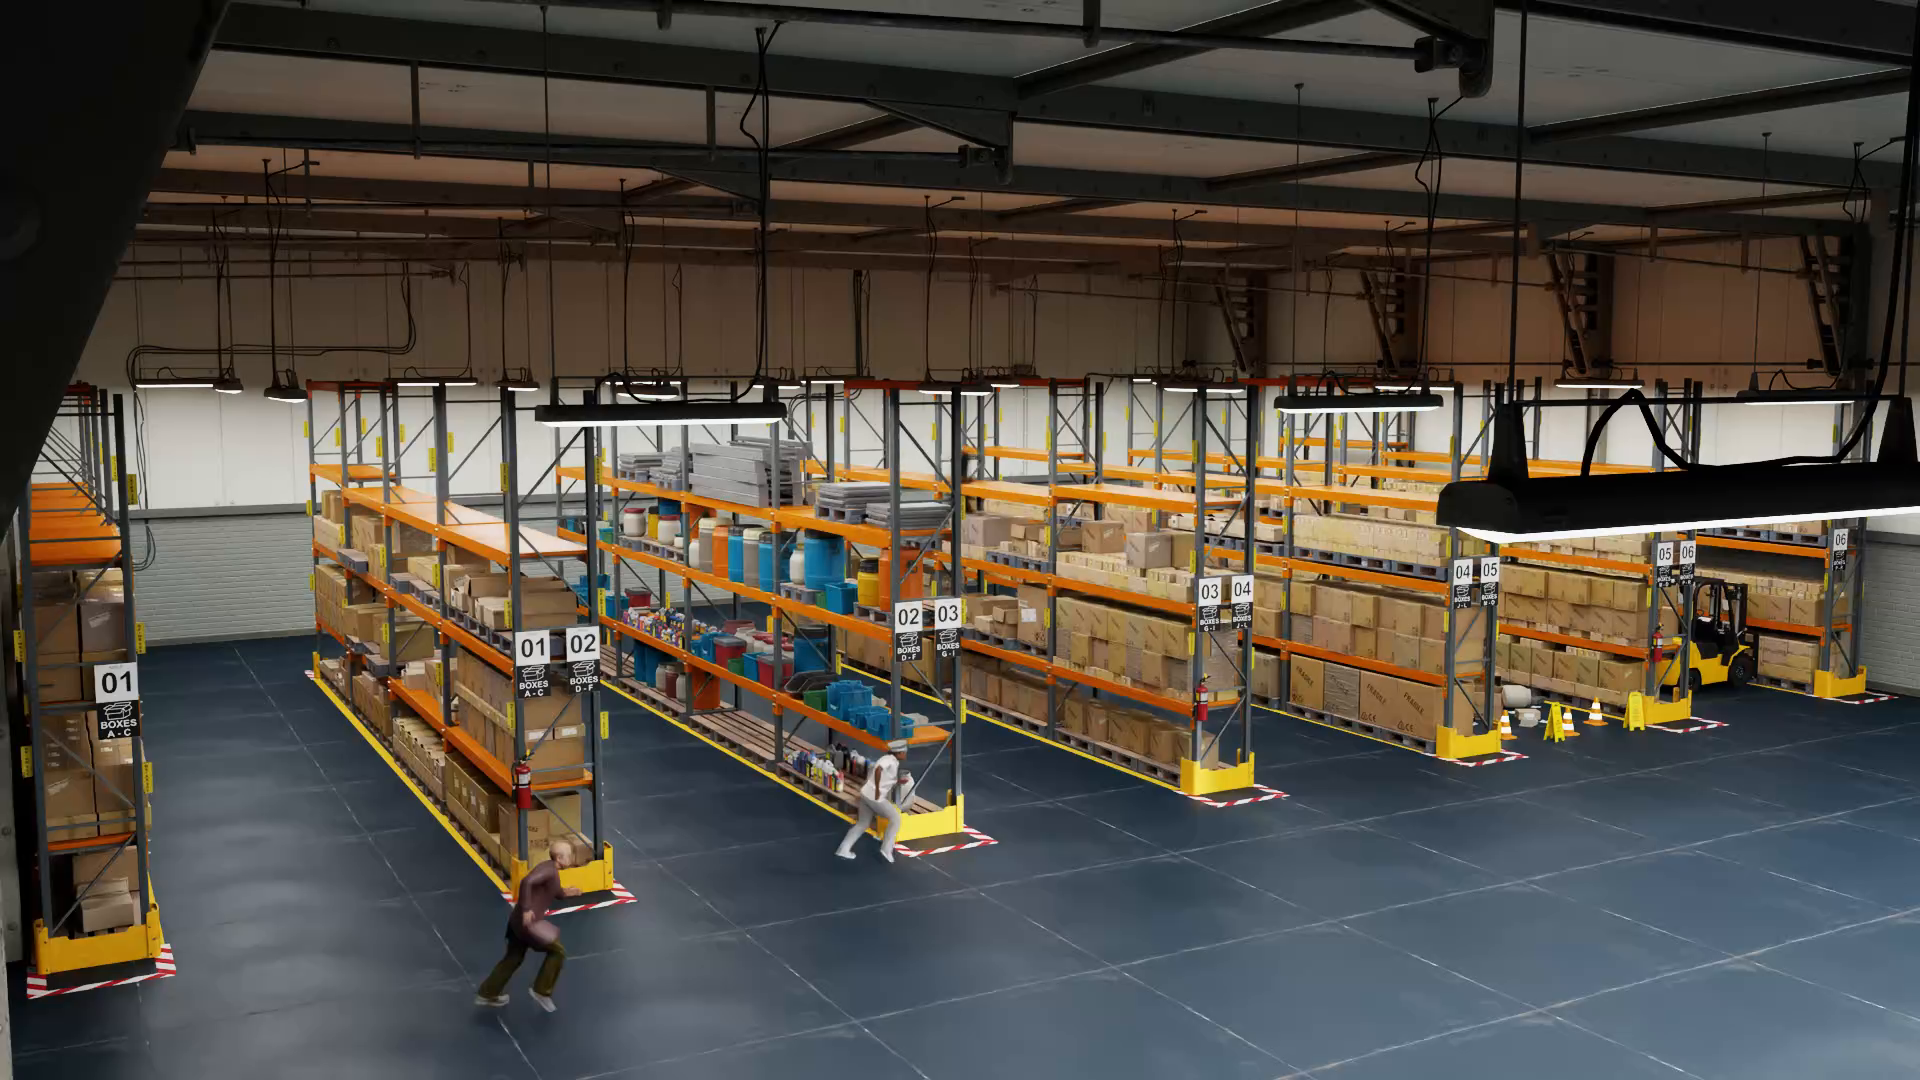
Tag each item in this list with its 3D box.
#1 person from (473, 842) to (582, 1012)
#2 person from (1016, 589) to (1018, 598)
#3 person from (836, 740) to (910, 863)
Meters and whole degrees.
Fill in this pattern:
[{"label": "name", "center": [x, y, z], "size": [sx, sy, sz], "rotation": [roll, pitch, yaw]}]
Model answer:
[{"label": "person", "center": [-4.208, 3.812, 16.188], "size": [1.062, 1.719, 0.756], "rotation": [-2, 6, -15]}, {"label": "person", "center": [1.742, 1.081, 41.801], "size": [0.777, 1.676, 0.545], "rotation": [4, 7, 30]}, {"label": "person", "center": [-1.094, 3.352, 21.028], "size": [0.962, 1.608, 0.623], "rotation": [-1, 6, -13]}]
